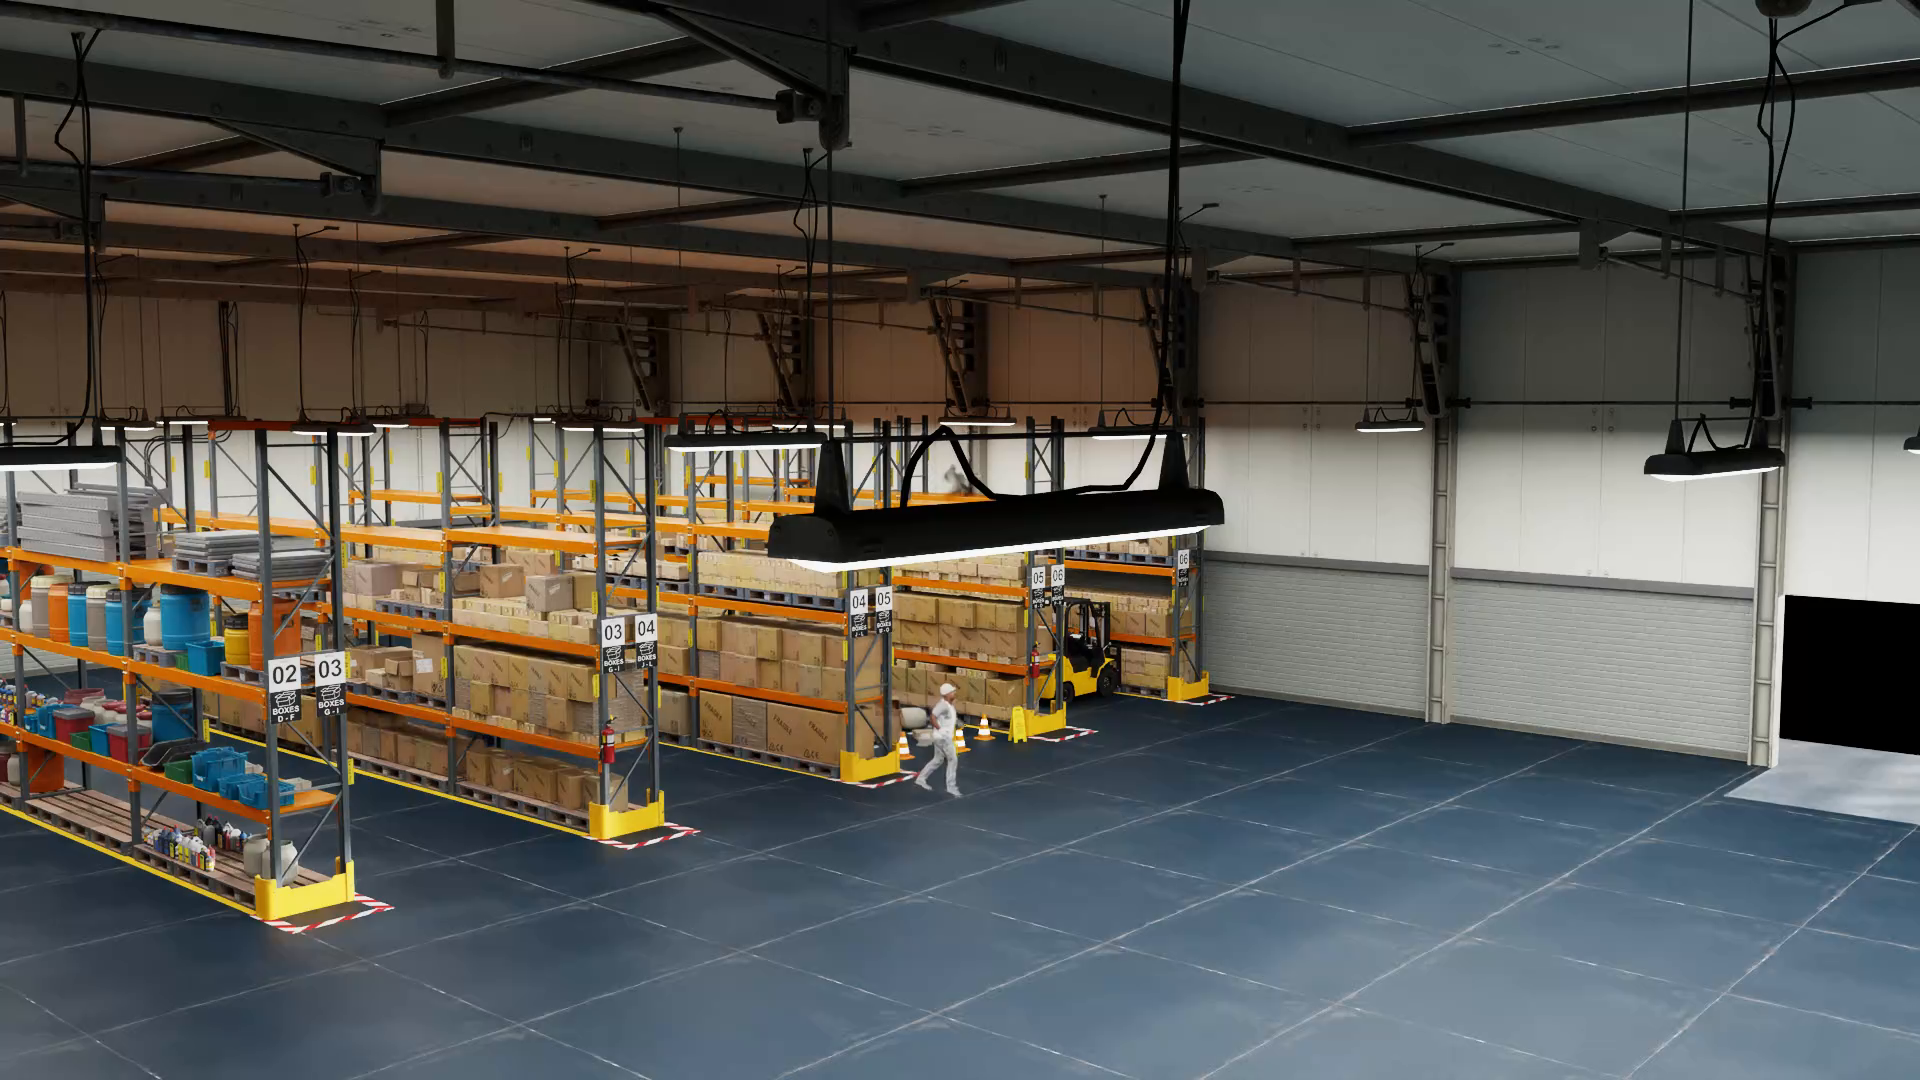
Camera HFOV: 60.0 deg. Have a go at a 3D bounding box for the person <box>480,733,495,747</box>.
[{"bbox_3d":[-8.564,3.033,30.175,0.612,1.628,0.602,4,6,42],"label":"person"}]

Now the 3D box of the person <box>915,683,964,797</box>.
[{"bbox_3d":[-0.334,3.224,26.853,0.799,1.835,0.673,0,5,-2],"label":"person"}]
